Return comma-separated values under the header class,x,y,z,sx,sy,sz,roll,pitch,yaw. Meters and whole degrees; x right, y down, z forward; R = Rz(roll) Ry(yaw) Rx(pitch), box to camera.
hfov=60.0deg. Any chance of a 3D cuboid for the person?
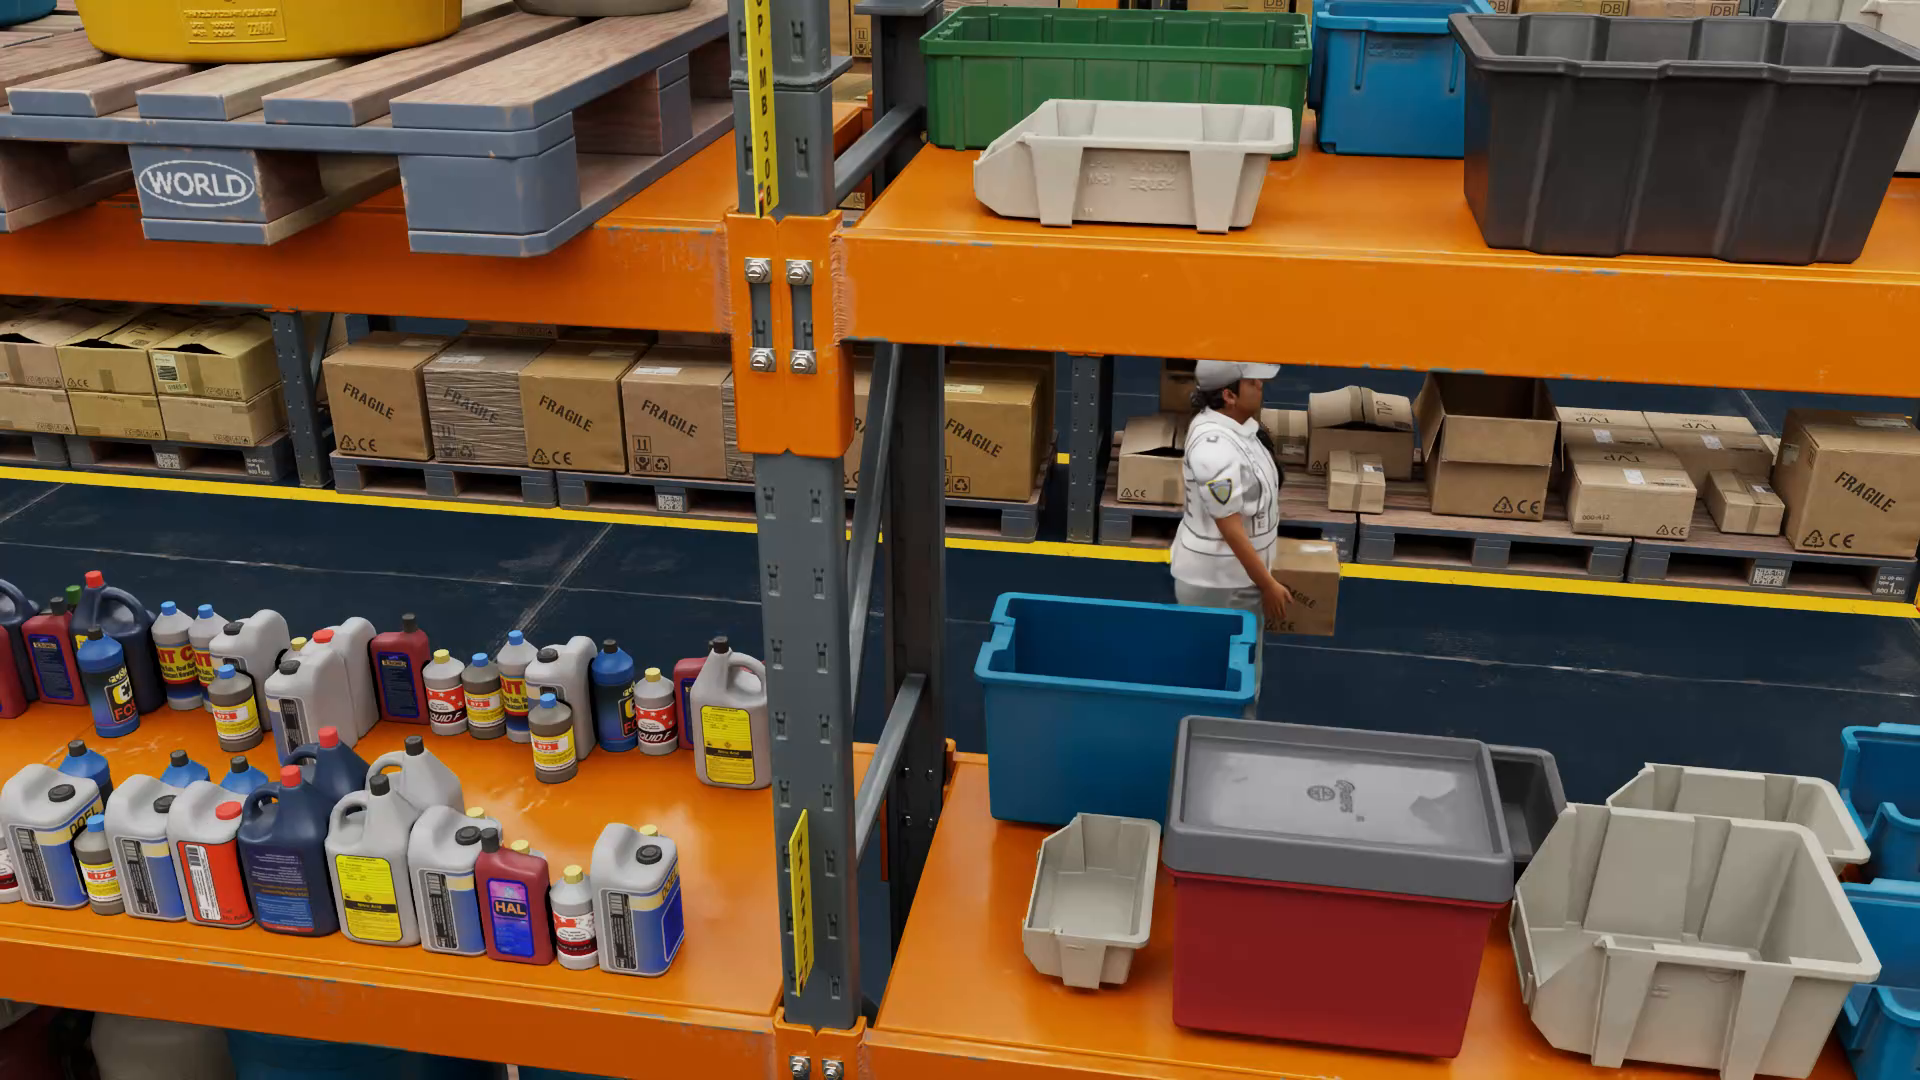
class,x,y,z,sx,sy,sz,roll,pitch,yaw
person,0.987,0.125,5.820,0.512,1.671,0.502,4,25,8
